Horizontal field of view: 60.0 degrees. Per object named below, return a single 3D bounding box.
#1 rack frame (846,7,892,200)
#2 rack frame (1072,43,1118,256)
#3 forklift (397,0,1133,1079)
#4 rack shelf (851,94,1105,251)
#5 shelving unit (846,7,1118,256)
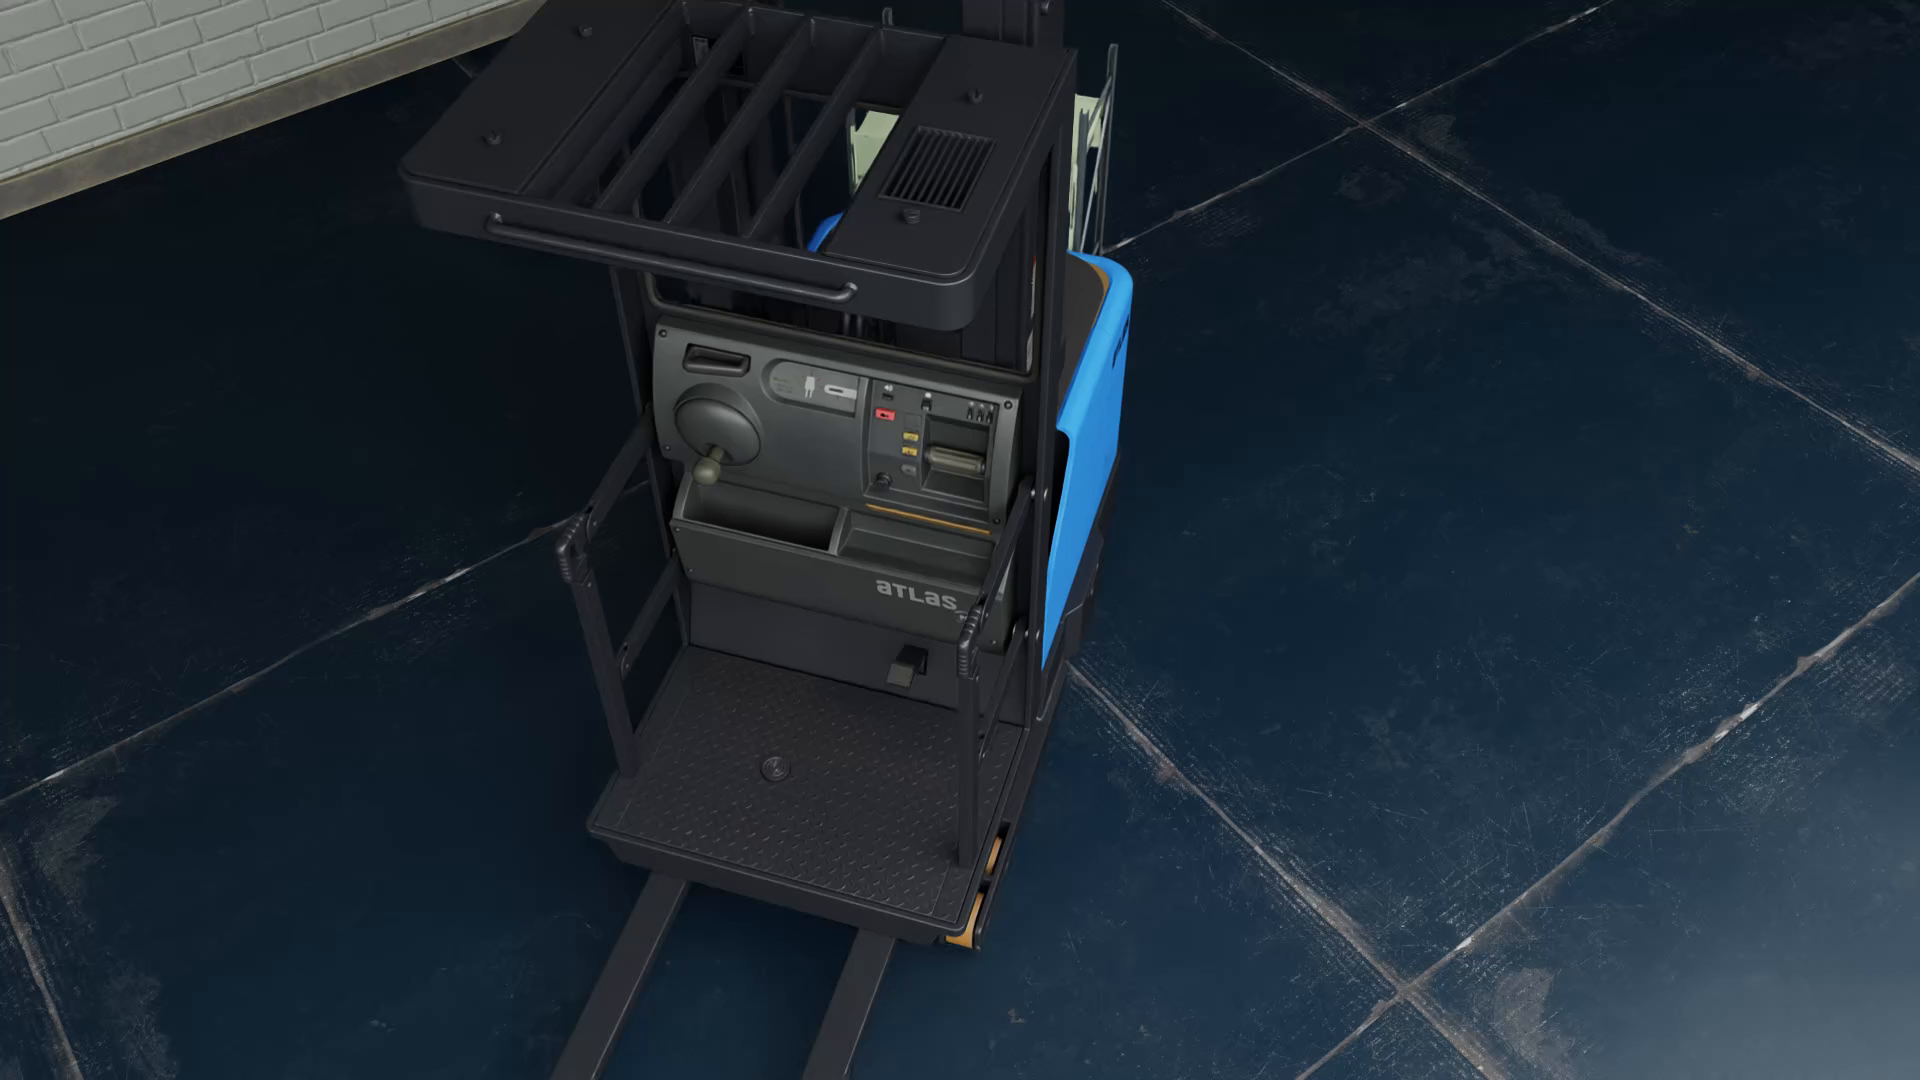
[{"bbox_3d":[-0.283,-1.037,5.678,0.023,1.500,0.400,13,49,11],"label":"rack frame"},{"bbox_3d":[0.417,-0.879,5.534,0.023,1.500,0.400,13,49,11],"label":"rack frame"},{"bbox_3d":[-0.375,-0.174,3.930,1.130,2.935,3.031,13,49,11],"label":"forklift"},{"bbox_3d":[0.067,-1.220,5.317,0.720,0.370,0.431,13,49,11],"label":"rack shelf"},{"bbox_3d":[0.067,-0.958,5.606,0.755,1.500,0.431,13,49,11],"label":"shelving unit"}]
